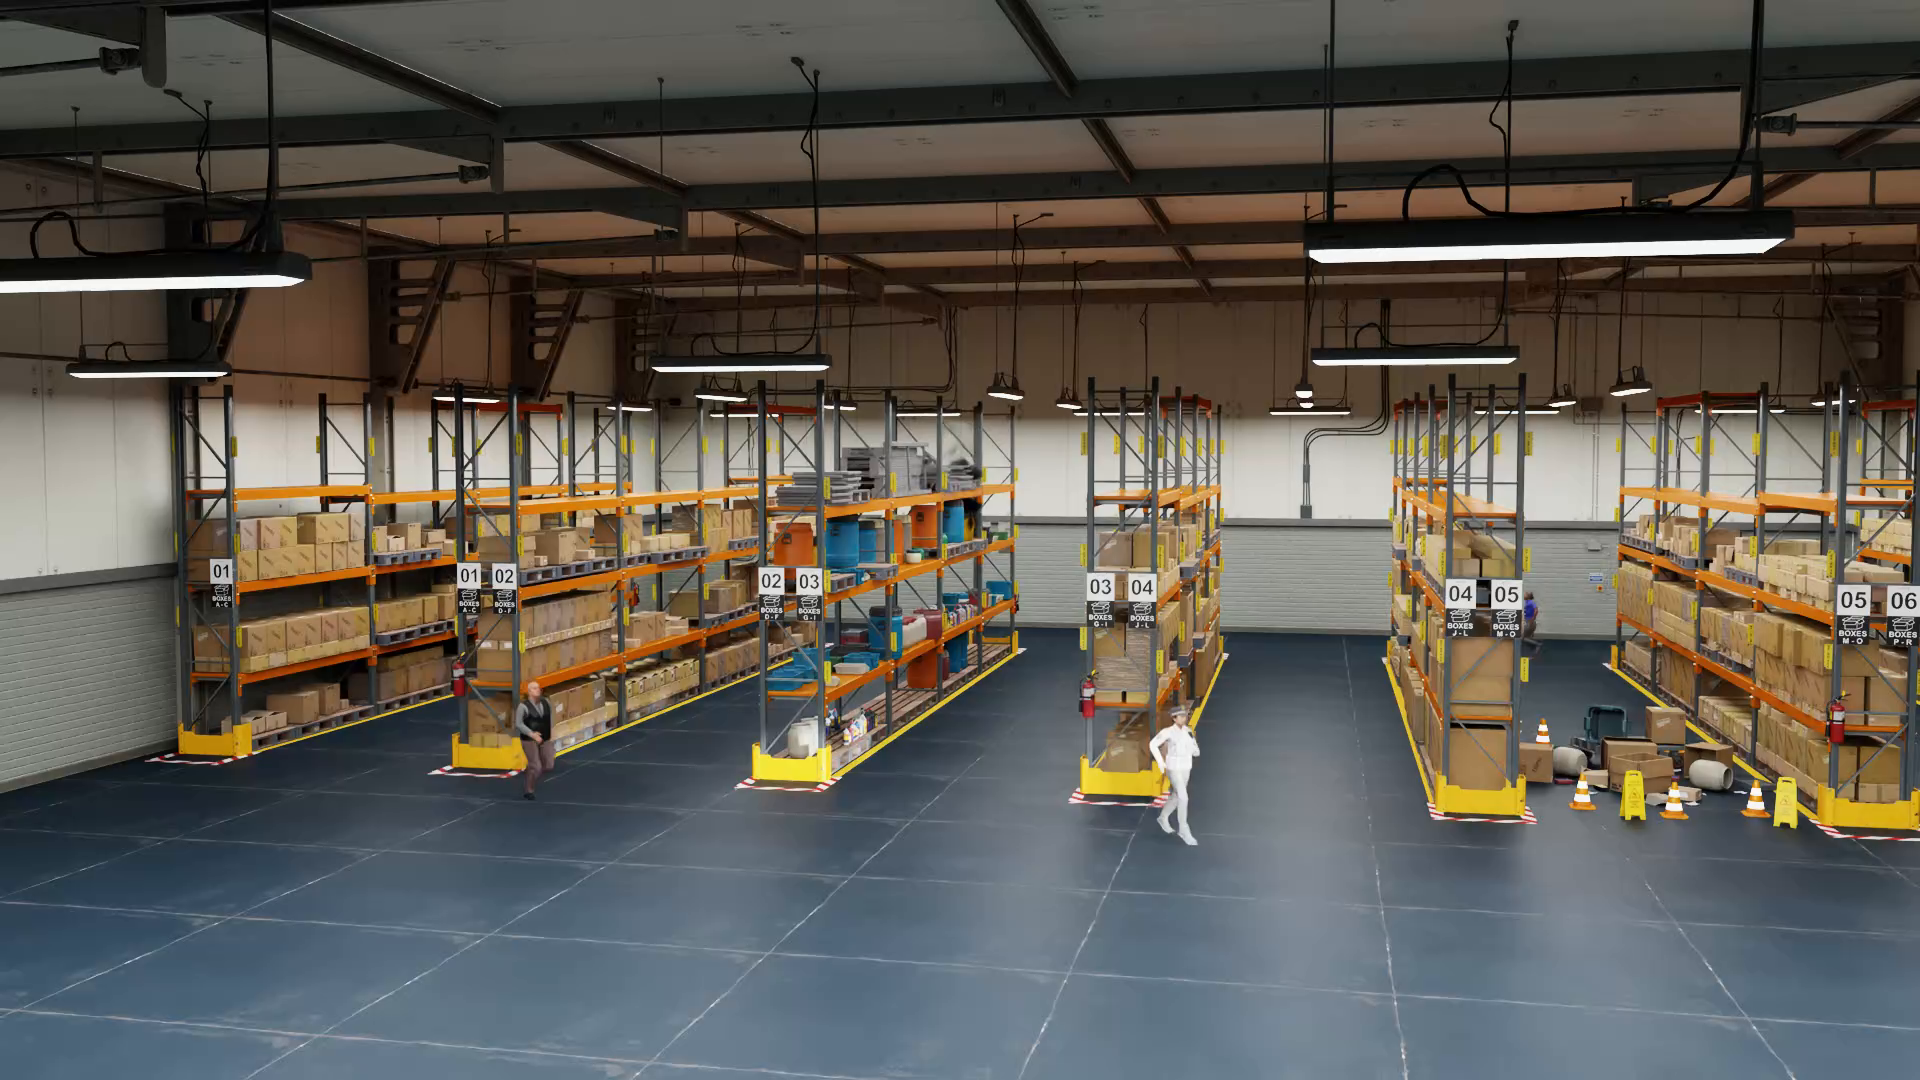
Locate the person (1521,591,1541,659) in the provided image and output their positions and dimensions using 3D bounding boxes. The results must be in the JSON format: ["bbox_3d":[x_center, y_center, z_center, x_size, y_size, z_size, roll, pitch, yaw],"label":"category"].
[{"bbox_3d":[13.379,2.012,39.191,0.608,1.611,0.596,1,3,22],"label":"person"}]

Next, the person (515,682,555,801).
[{"bbox_3d":[-6.015,2.851,23.625,0.639,1.691,0.679,3,4,42],"label":"person"}]

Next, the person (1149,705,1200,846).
[{"bbox_3d":[2.775,2.955,21.190,0.593,1.731,0.791,-3,4,-39],"label":"person"}]
